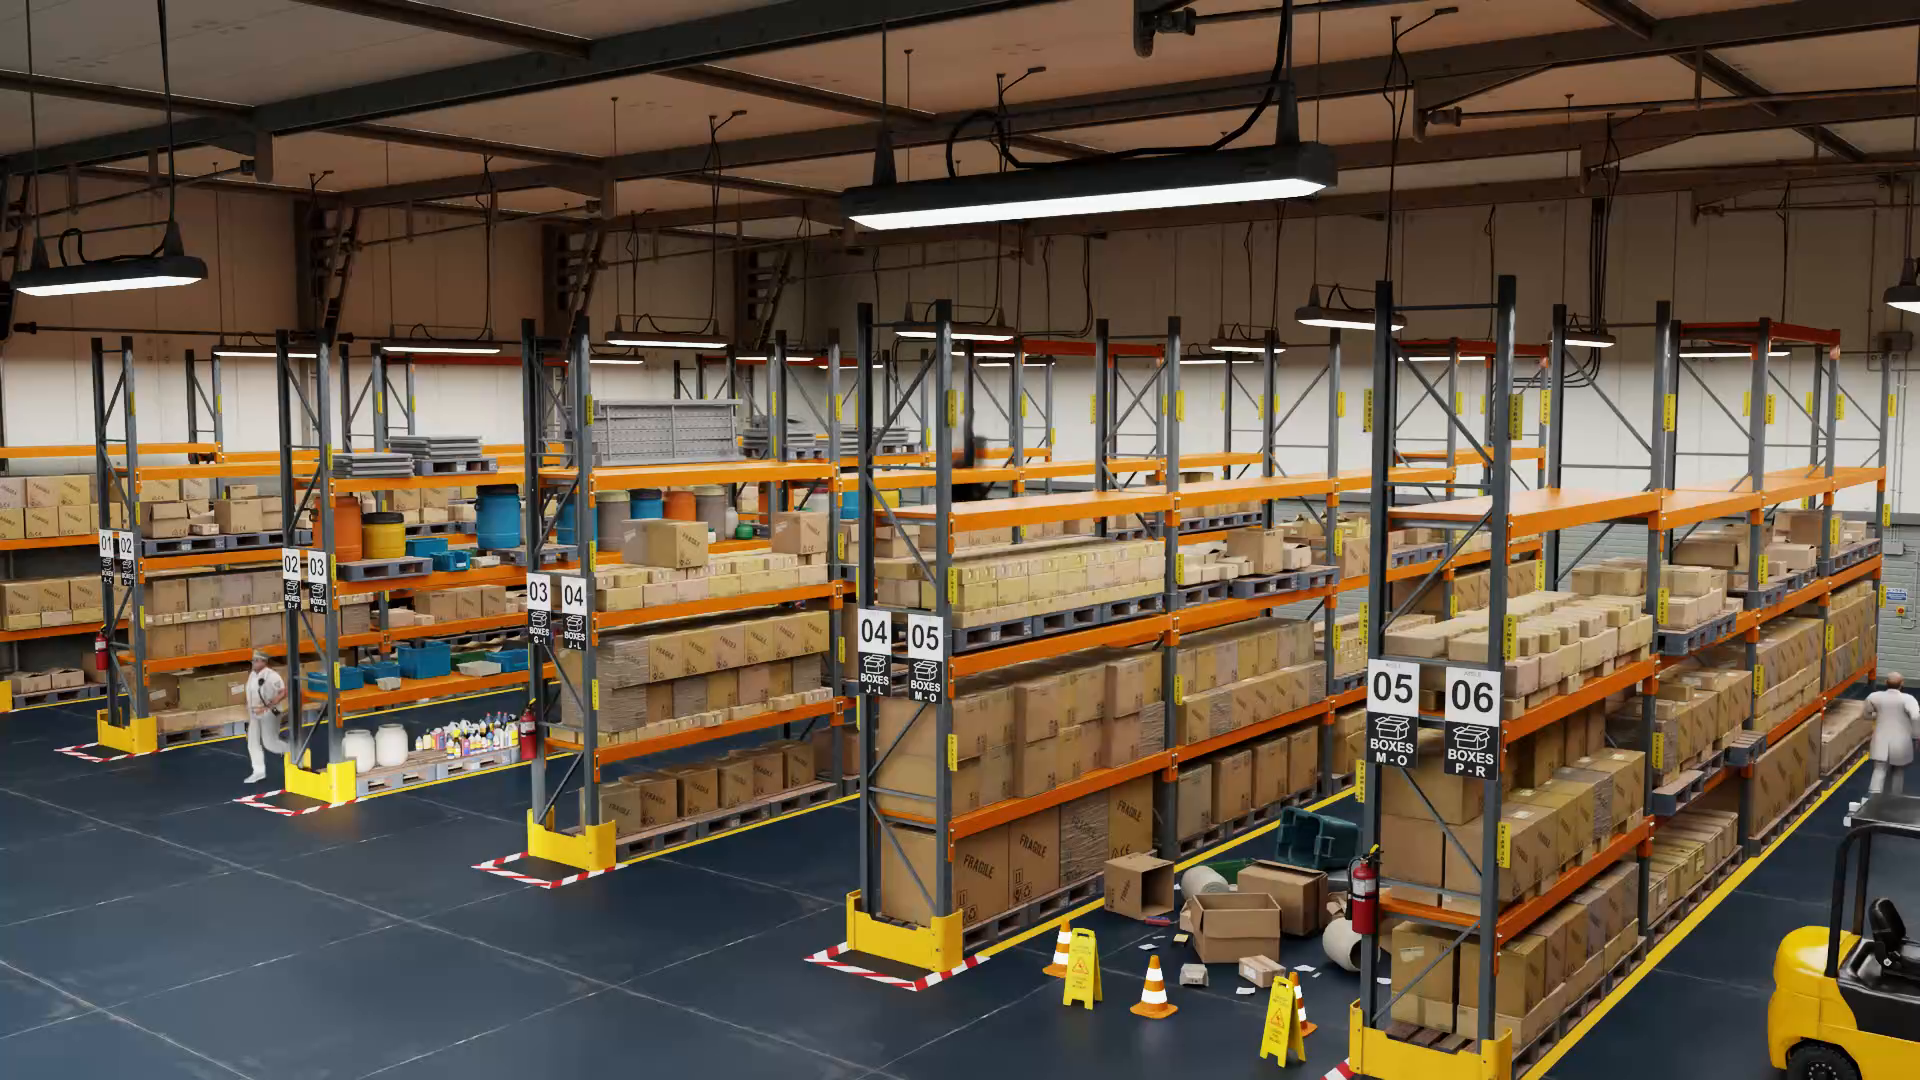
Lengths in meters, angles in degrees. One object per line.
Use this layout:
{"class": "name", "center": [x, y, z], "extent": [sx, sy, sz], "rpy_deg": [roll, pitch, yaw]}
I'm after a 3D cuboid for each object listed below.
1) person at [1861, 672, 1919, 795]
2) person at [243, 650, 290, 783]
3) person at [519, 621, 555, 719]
{"class": "person", "center": [11.350, 2.484, 20.284], "extent": [0.704, 1.761, 1.049], "rpy_deg": [4, 6, 39]}
{"class": "person", "center": [-9.284, 2.336, 22.364], "extent": [0.654, 1.771, 0.800], "rpy_deg": [3, 6, 27]}
{"class": "person", "center": [-6.713, 2.044, 26.107], "extent": [0.586, 1.646, 0.891], "rpy_deg": [3, 6, 34]}
